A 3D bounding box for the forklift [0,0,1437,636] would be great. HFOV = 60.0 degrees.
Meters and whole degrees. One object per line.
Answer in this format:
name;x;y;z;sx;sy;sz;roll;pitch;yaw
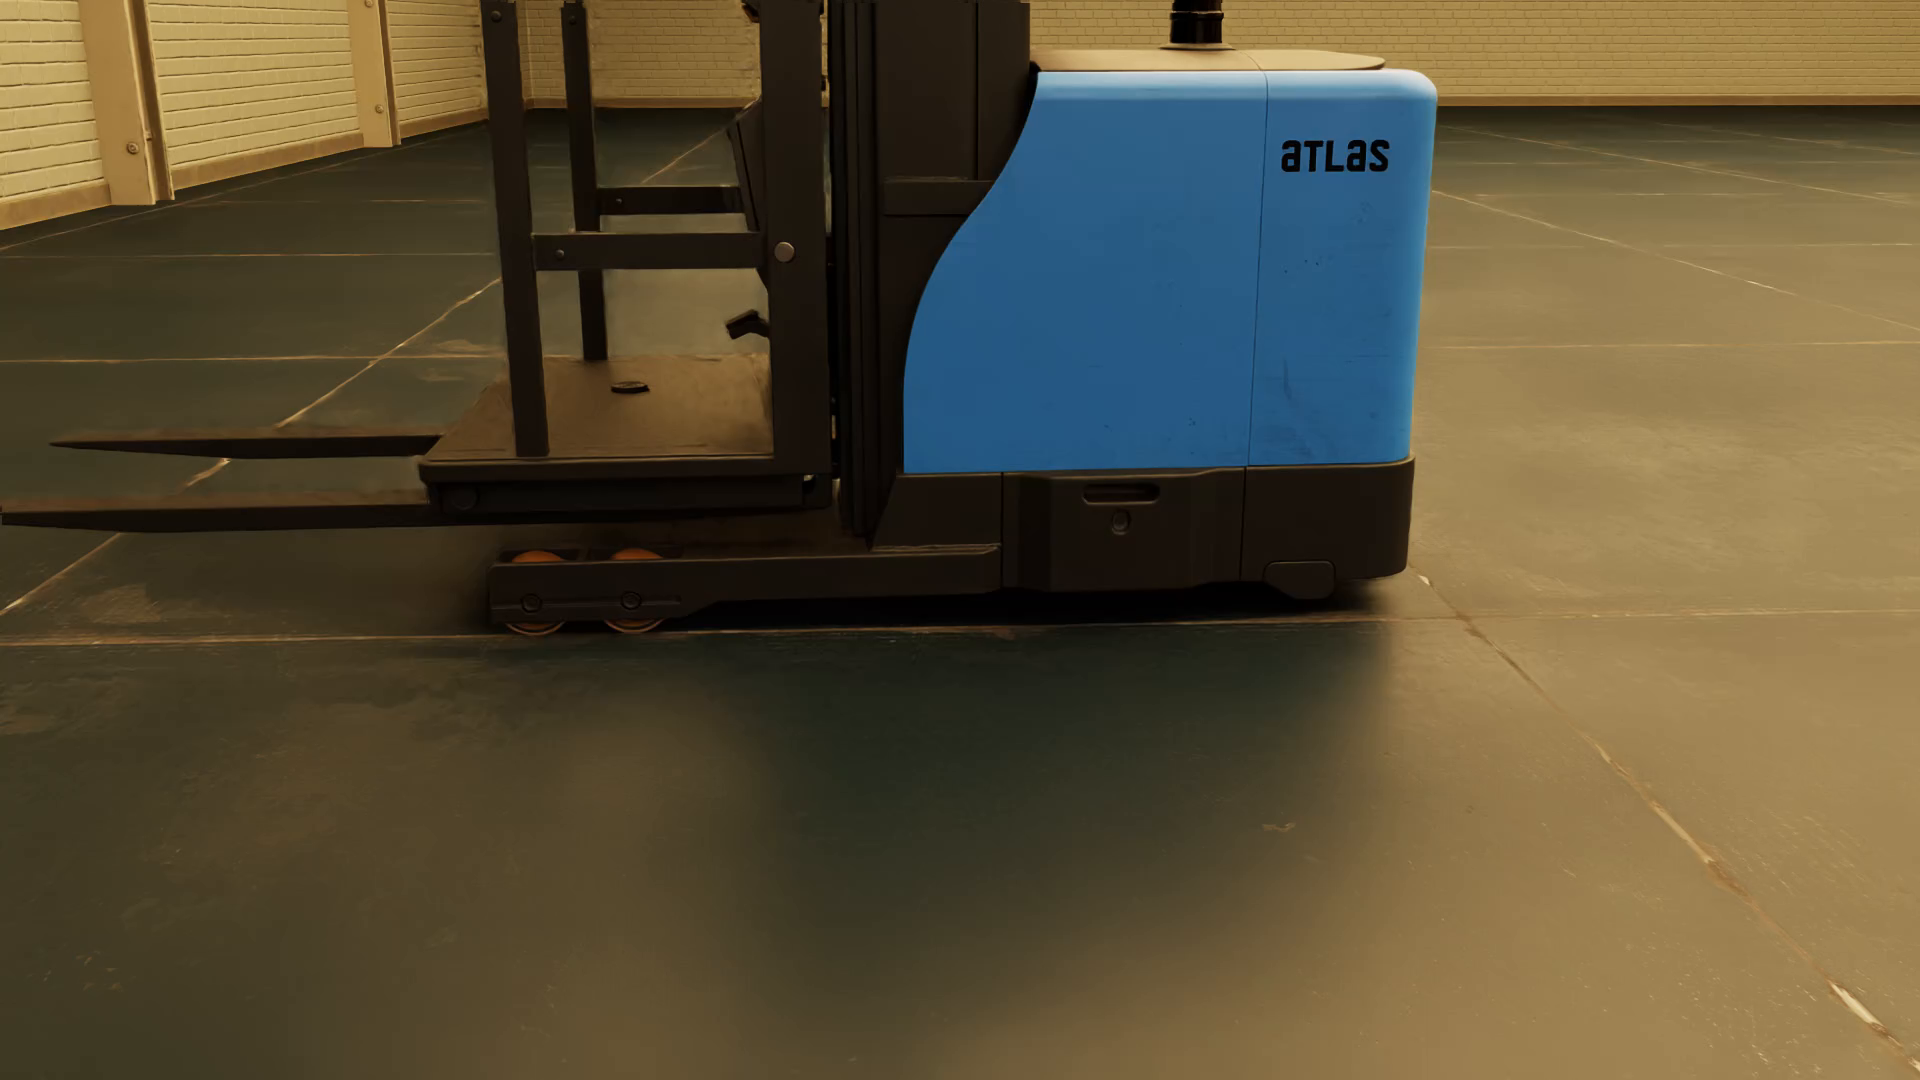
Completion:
forklift;-0.606;-1.372;3.393;3.031;2.935;1.130;-1;17;-5
